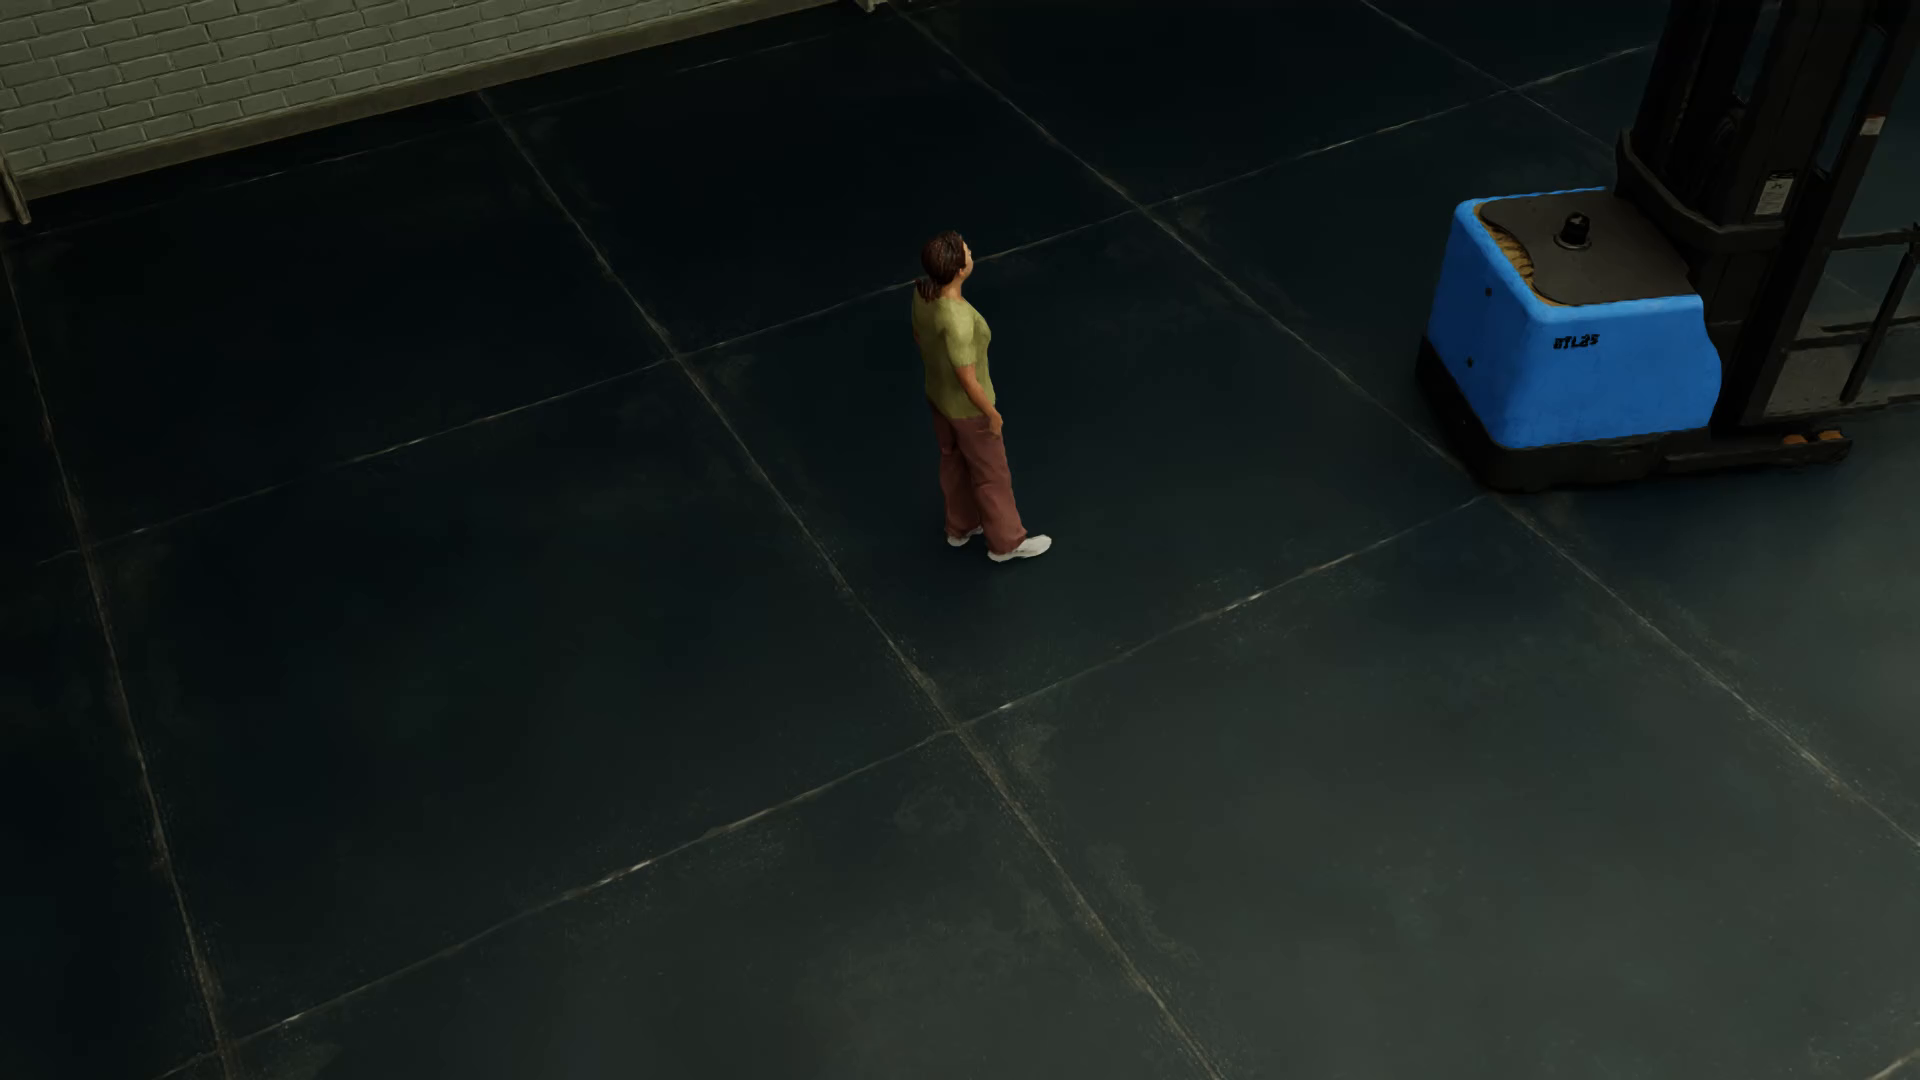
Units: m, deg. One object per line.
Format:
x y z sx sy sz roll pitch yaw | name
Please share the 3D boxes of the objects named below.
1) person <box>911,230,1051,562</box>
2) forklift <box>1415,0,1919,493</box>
0.070 -0.638 7.299 0.548 1.674 0.554 -21 47 -21 | person
3.944 -1.785 7.622 3.031 2.935 1.130 -7 43 -7 | forklift
